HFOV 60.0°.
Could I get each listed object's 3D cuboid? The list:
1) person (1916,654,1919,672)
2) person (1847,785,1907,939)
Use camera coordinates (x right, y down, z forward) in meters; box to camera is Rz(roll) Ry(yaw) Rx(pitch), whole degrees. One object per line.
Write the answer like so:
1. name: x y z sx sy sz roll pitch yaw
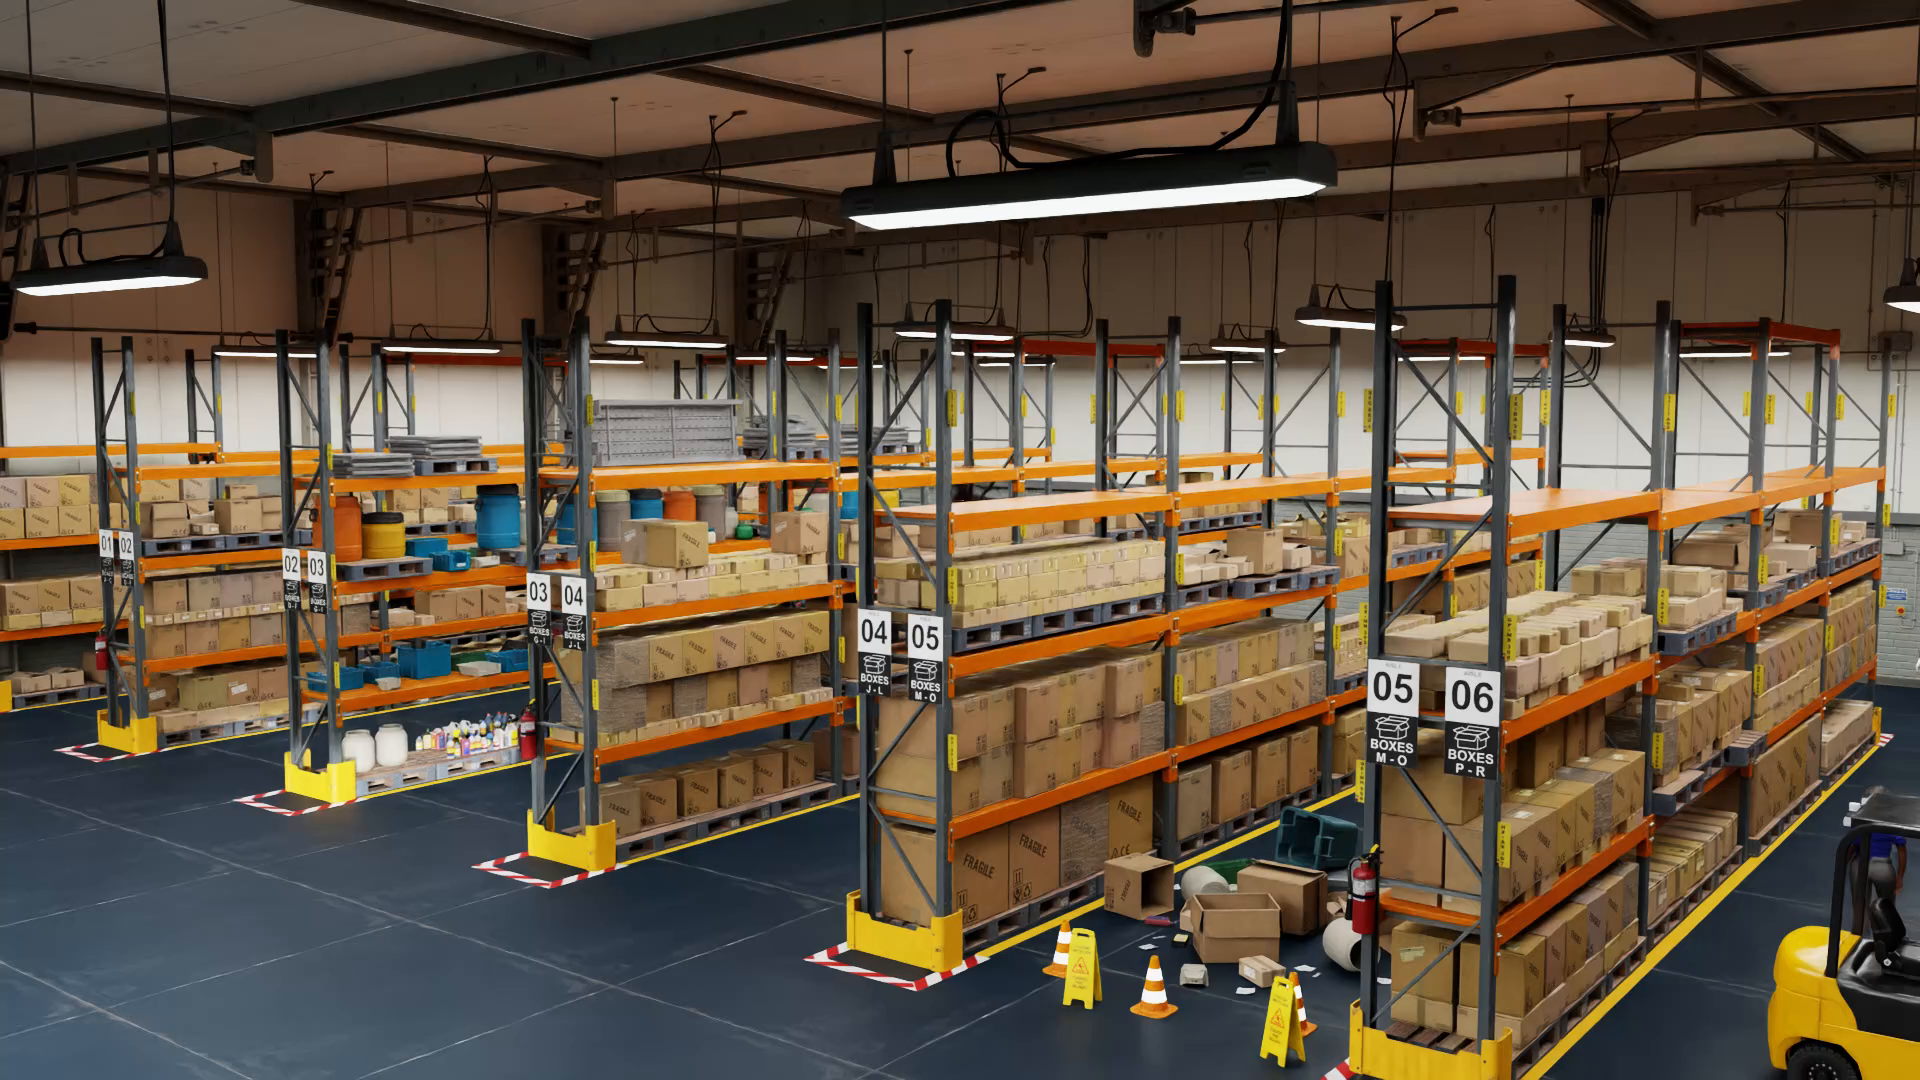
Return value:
1. person: 5.539 1.517 31.630 23.037 1.737 4.122 4 6 36
2. person: 8.247 3.038 15.040 0.538 1.662 0.732 3 6 33
